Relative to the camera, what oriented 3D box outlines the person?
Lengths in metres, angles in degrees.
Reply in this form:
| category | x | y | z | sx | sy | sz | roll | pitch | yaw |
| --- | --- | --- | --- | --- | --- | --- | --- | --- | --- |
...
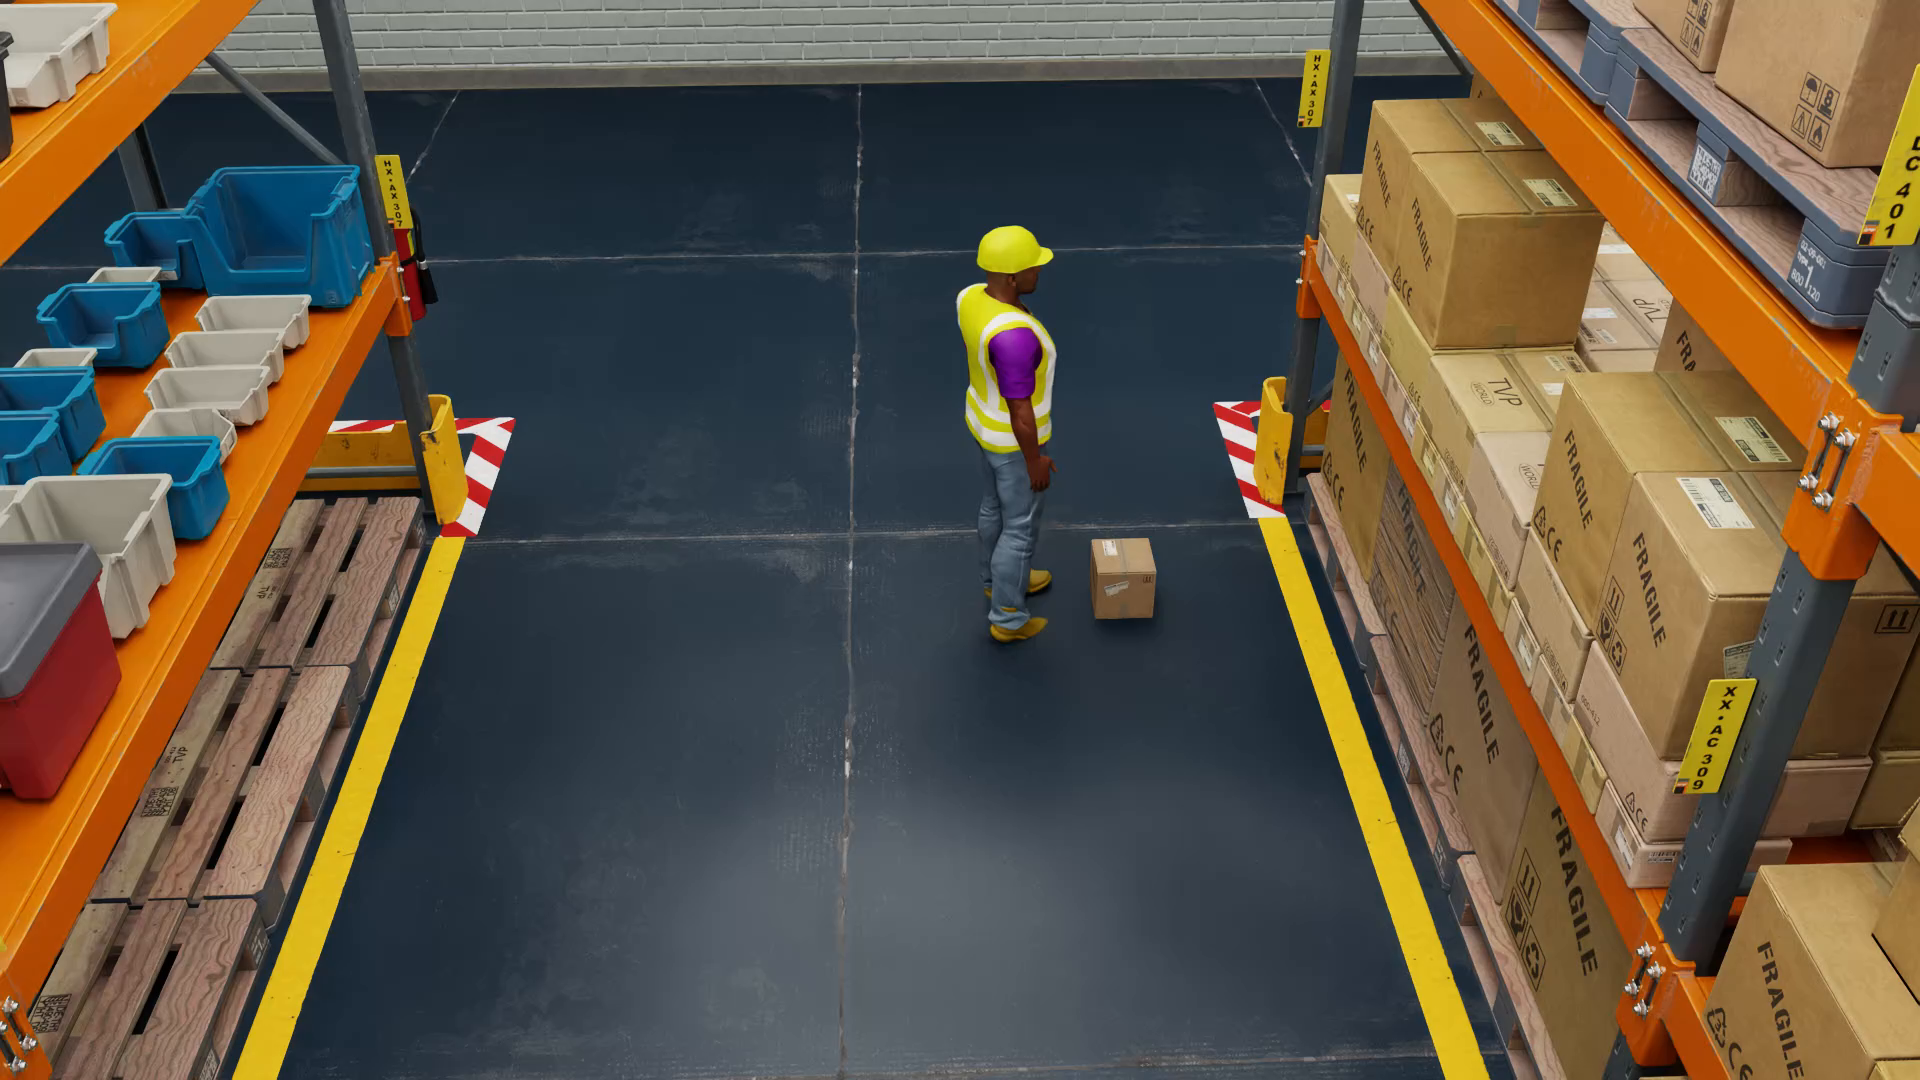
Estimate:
| category | x | y | z | sx | sy | sz | roll | pitch | yaw |
| --- | --- | --- | --- | --- | --- | --- | --- | --- | --- |
| person | 0.226 | -0.437 | 6.770 | 0.416 | 1.815 | 0.599 | -10 | 36 | -13 |
